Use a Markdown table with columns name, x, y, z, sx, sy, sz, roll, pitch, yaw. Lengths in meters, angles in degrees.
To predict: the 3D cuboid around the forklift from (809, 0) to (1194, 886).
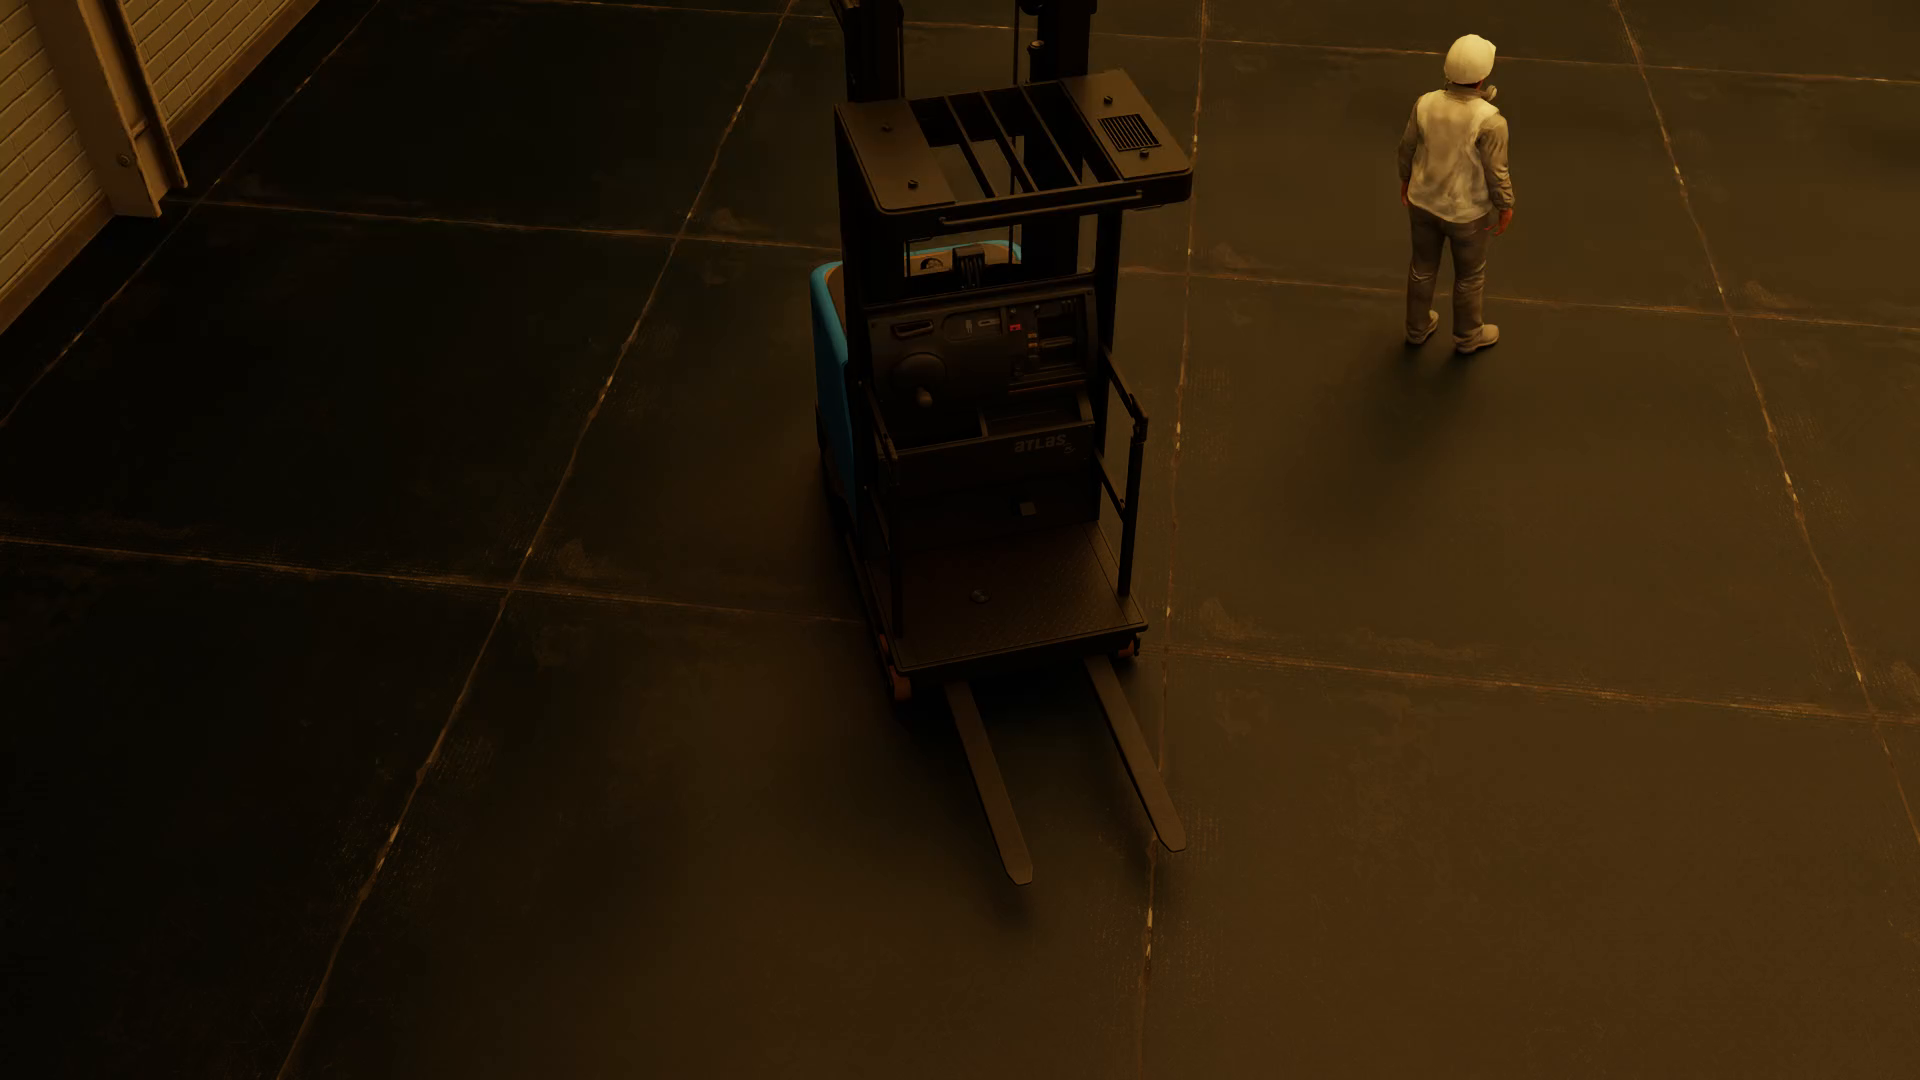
| name | x | y | z | sx | sy | sz | roll | pitch | yaw |
| --- | --- | --- | --- | --- | --- | --- | --- | --- | --- |
| forklift | 0.153 | -0.681 | 6.465 | 1.130 | 2.935 | 3.031 | -10 | 44 | -11 |

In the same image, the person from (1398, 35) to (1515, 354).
| name | x | y | z | sx | sy | sz | roll | pitch | yaw |
| --- | --- | --- | --- | --- | --- | --- | --- | --- | --- |
| person | 2.548 | -1.767 | 8.492 | 0.632 | 1.773 | 0.569 | 32 | 51 | 30 |
